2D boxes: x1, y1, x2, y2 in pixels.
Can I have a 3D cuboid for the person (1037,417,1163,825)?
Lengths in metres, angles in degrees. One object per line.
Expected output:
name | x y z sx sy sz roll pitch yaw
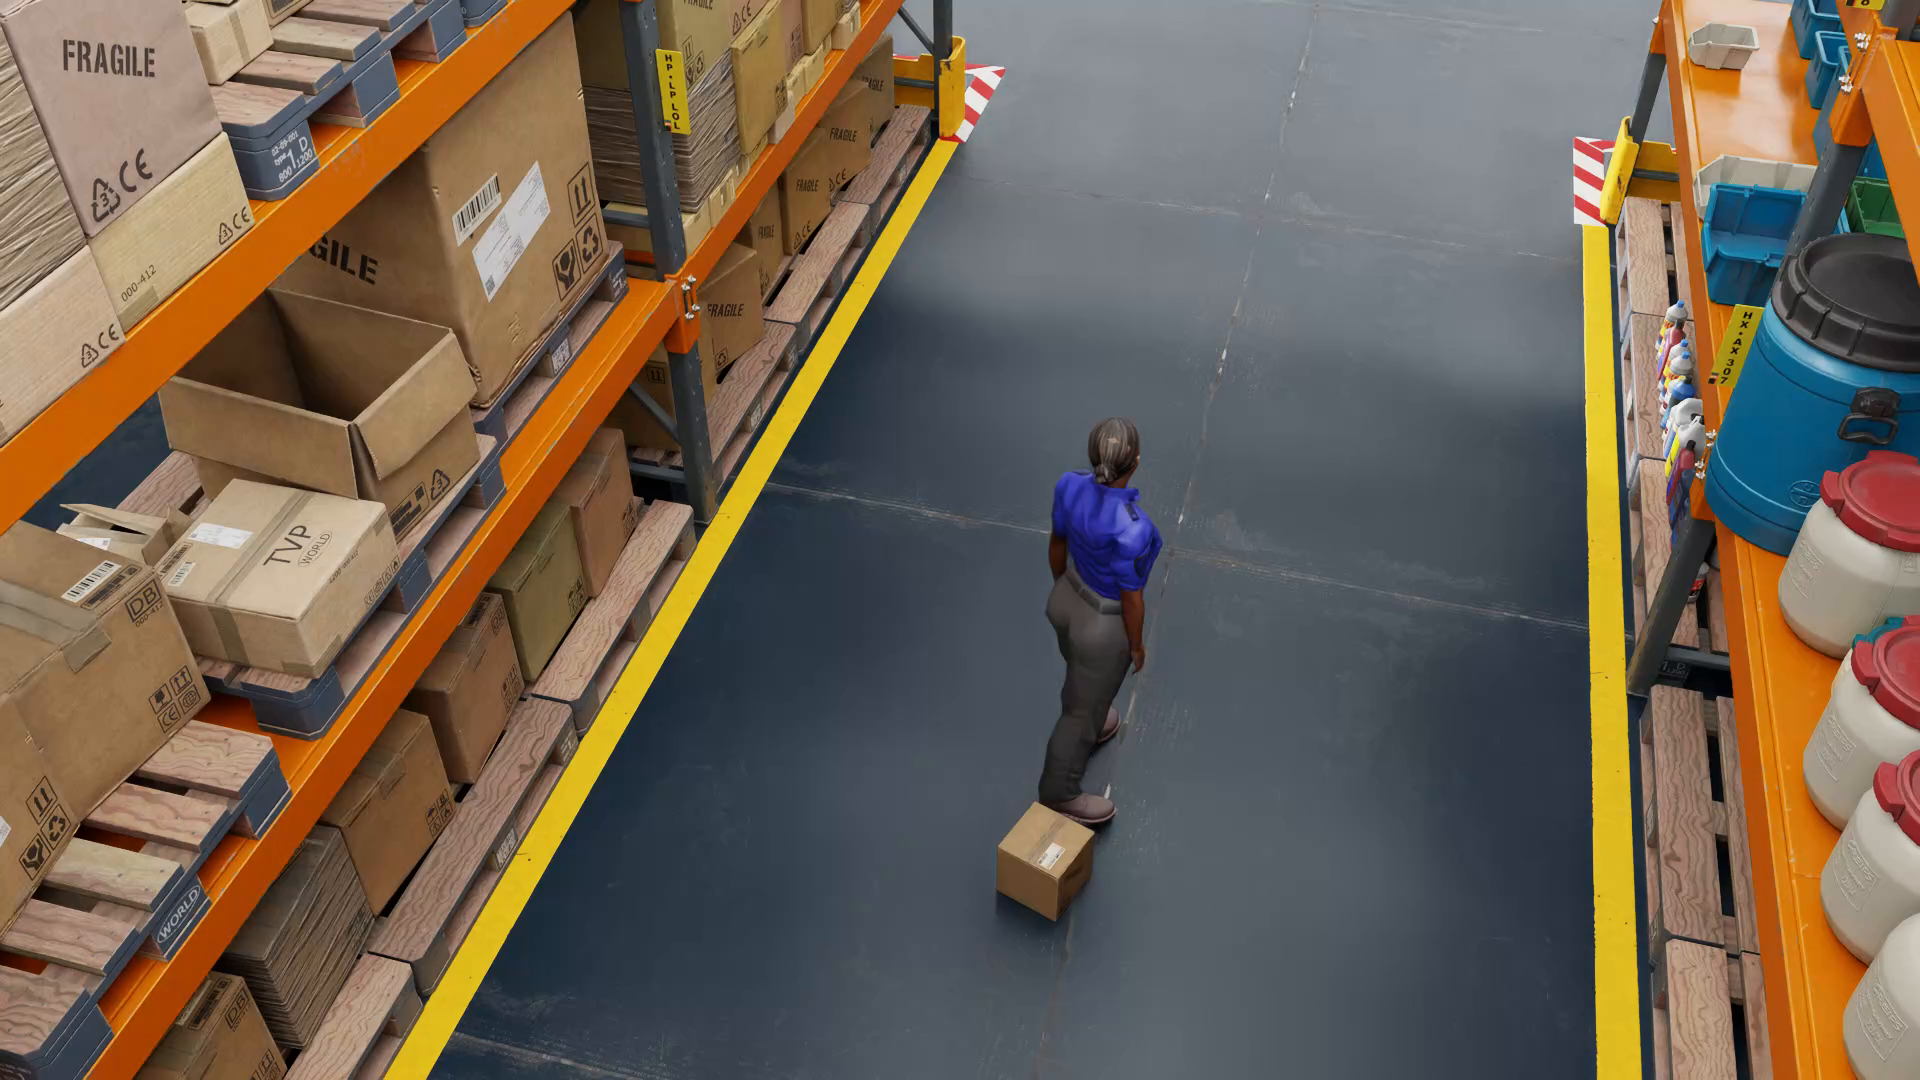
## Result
person | 0.488 0.279 5.834 0.533 1.657 0.495 -21 45 -22
